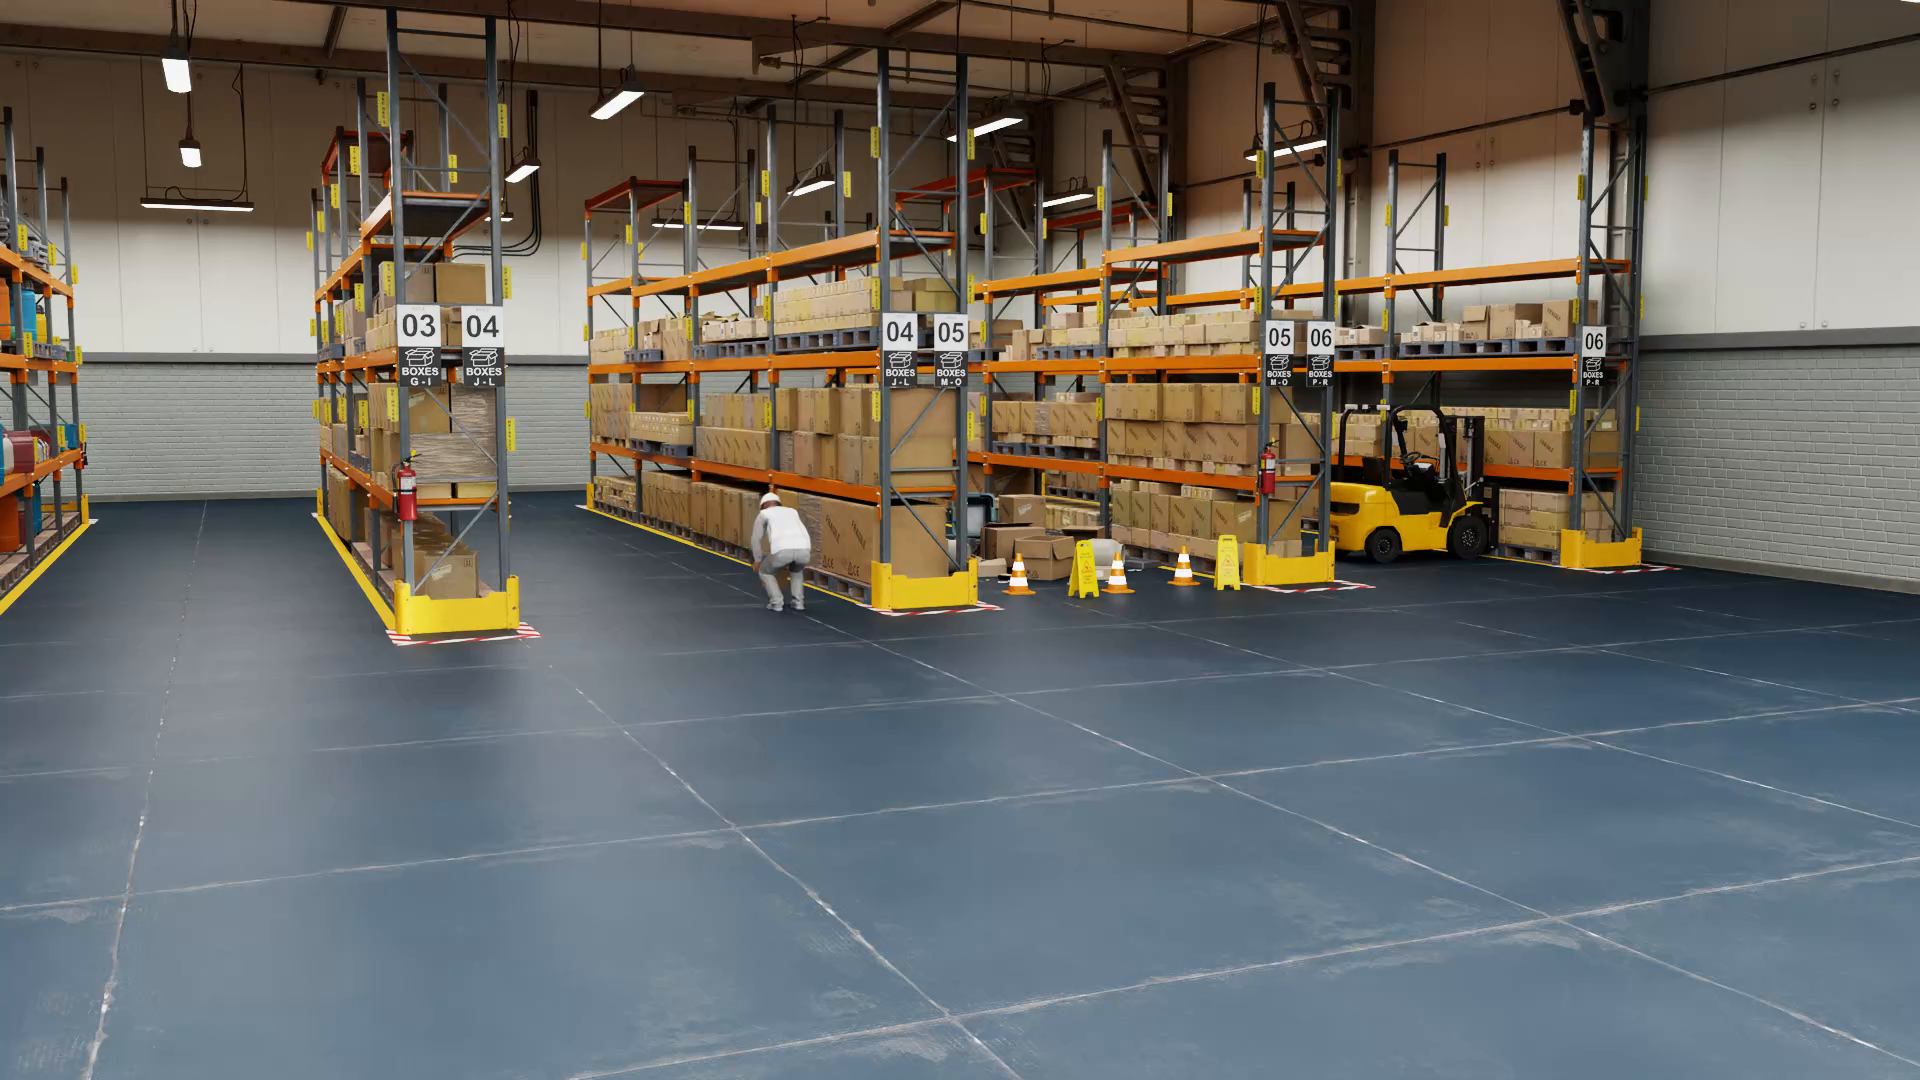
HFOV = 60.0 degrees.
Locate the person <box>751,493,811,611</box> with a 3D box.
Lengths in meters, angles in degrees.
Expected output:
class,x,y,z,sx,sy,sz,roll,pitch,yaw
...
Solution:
class,x,y,z,sx,sy,sz,roll,pitch,yaw
person,-1.956,0.128,18.079,0.579,1.249,0.837,-2,6,-24
